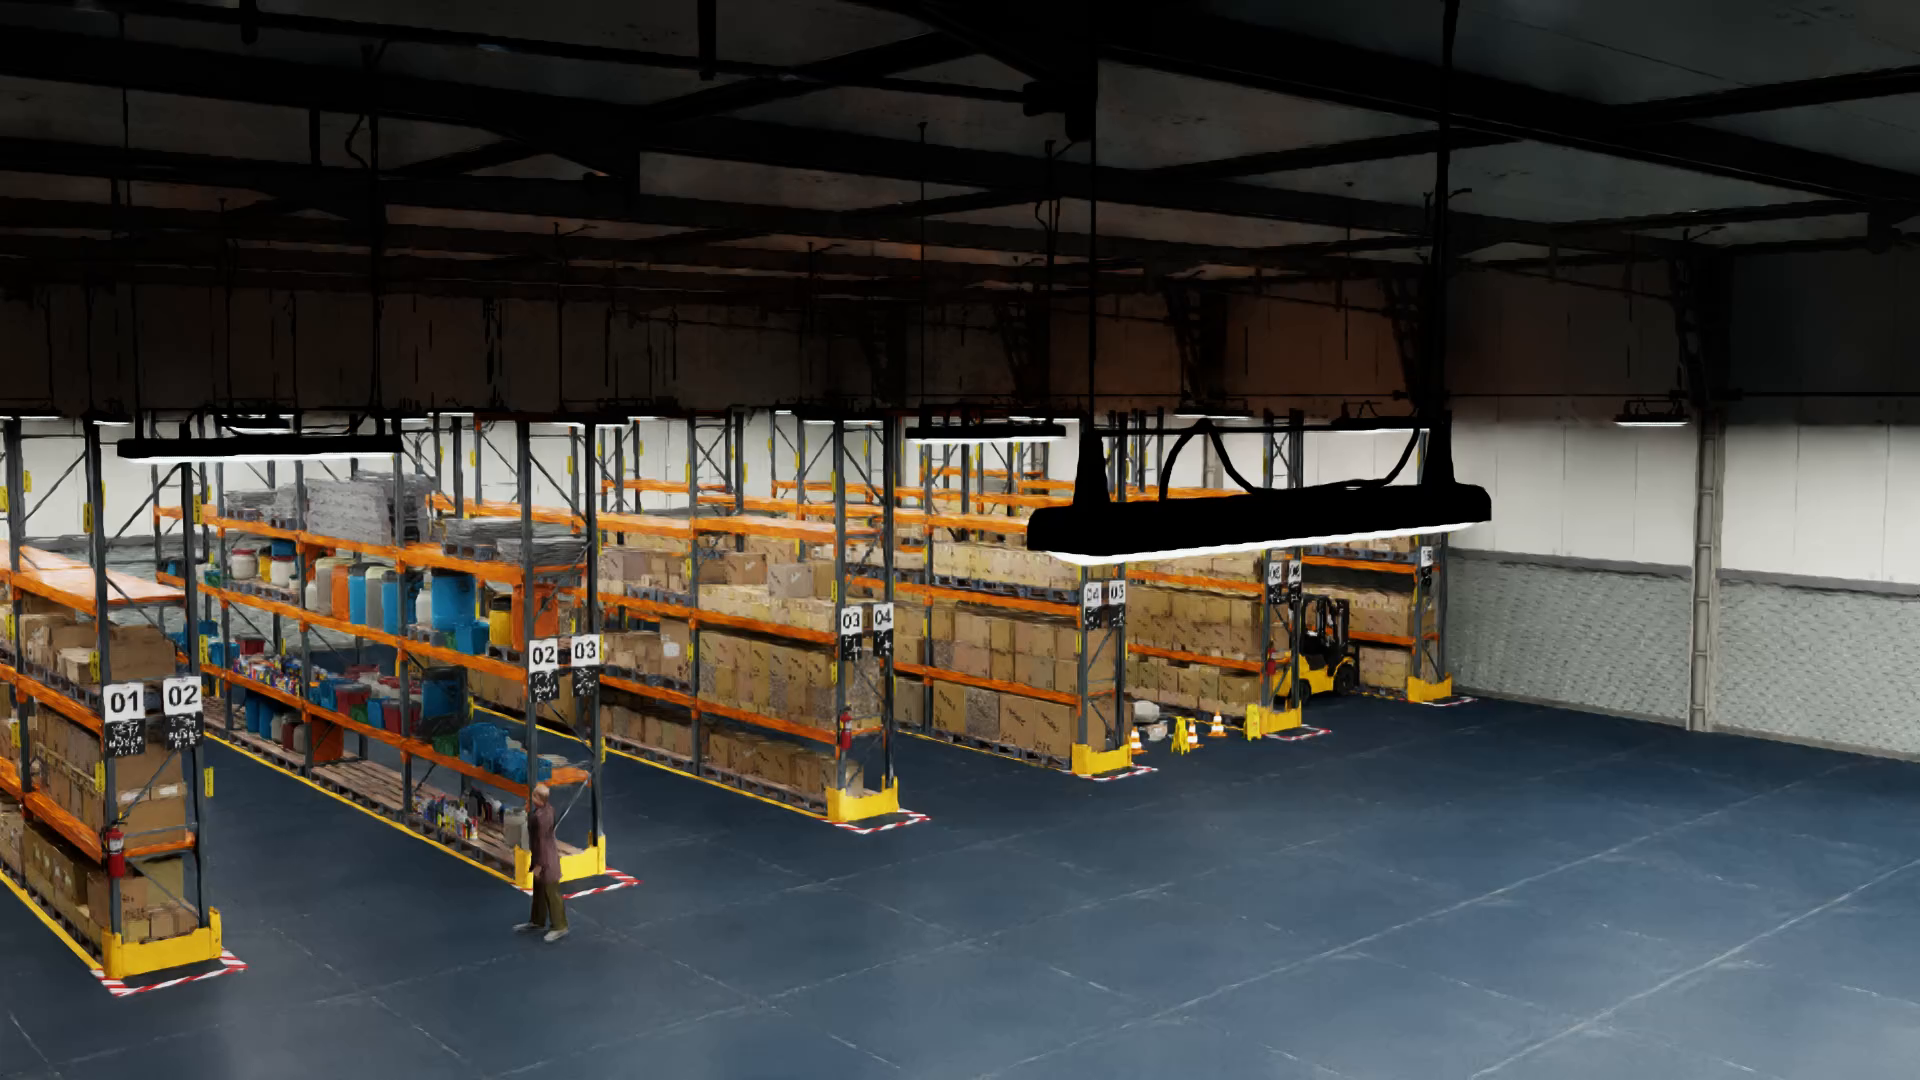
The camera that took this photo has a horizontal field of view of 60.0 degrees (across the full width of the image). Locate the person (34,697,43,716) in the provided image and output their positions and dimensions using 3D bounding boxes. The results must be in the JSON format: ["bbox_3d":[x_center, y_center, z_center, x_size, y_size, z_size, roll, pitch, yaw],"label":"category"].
[{"bbox_3d":[-16.819,2.793,30.466,0.579,1.732,1.042,-4,7,-42],"label":"person"}]

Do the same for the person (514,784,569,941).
[{"bbox_3d":[-4.896,3.724,19.382,0.630,1.773,0.677,-1,5,-14],"label":"person"}]
